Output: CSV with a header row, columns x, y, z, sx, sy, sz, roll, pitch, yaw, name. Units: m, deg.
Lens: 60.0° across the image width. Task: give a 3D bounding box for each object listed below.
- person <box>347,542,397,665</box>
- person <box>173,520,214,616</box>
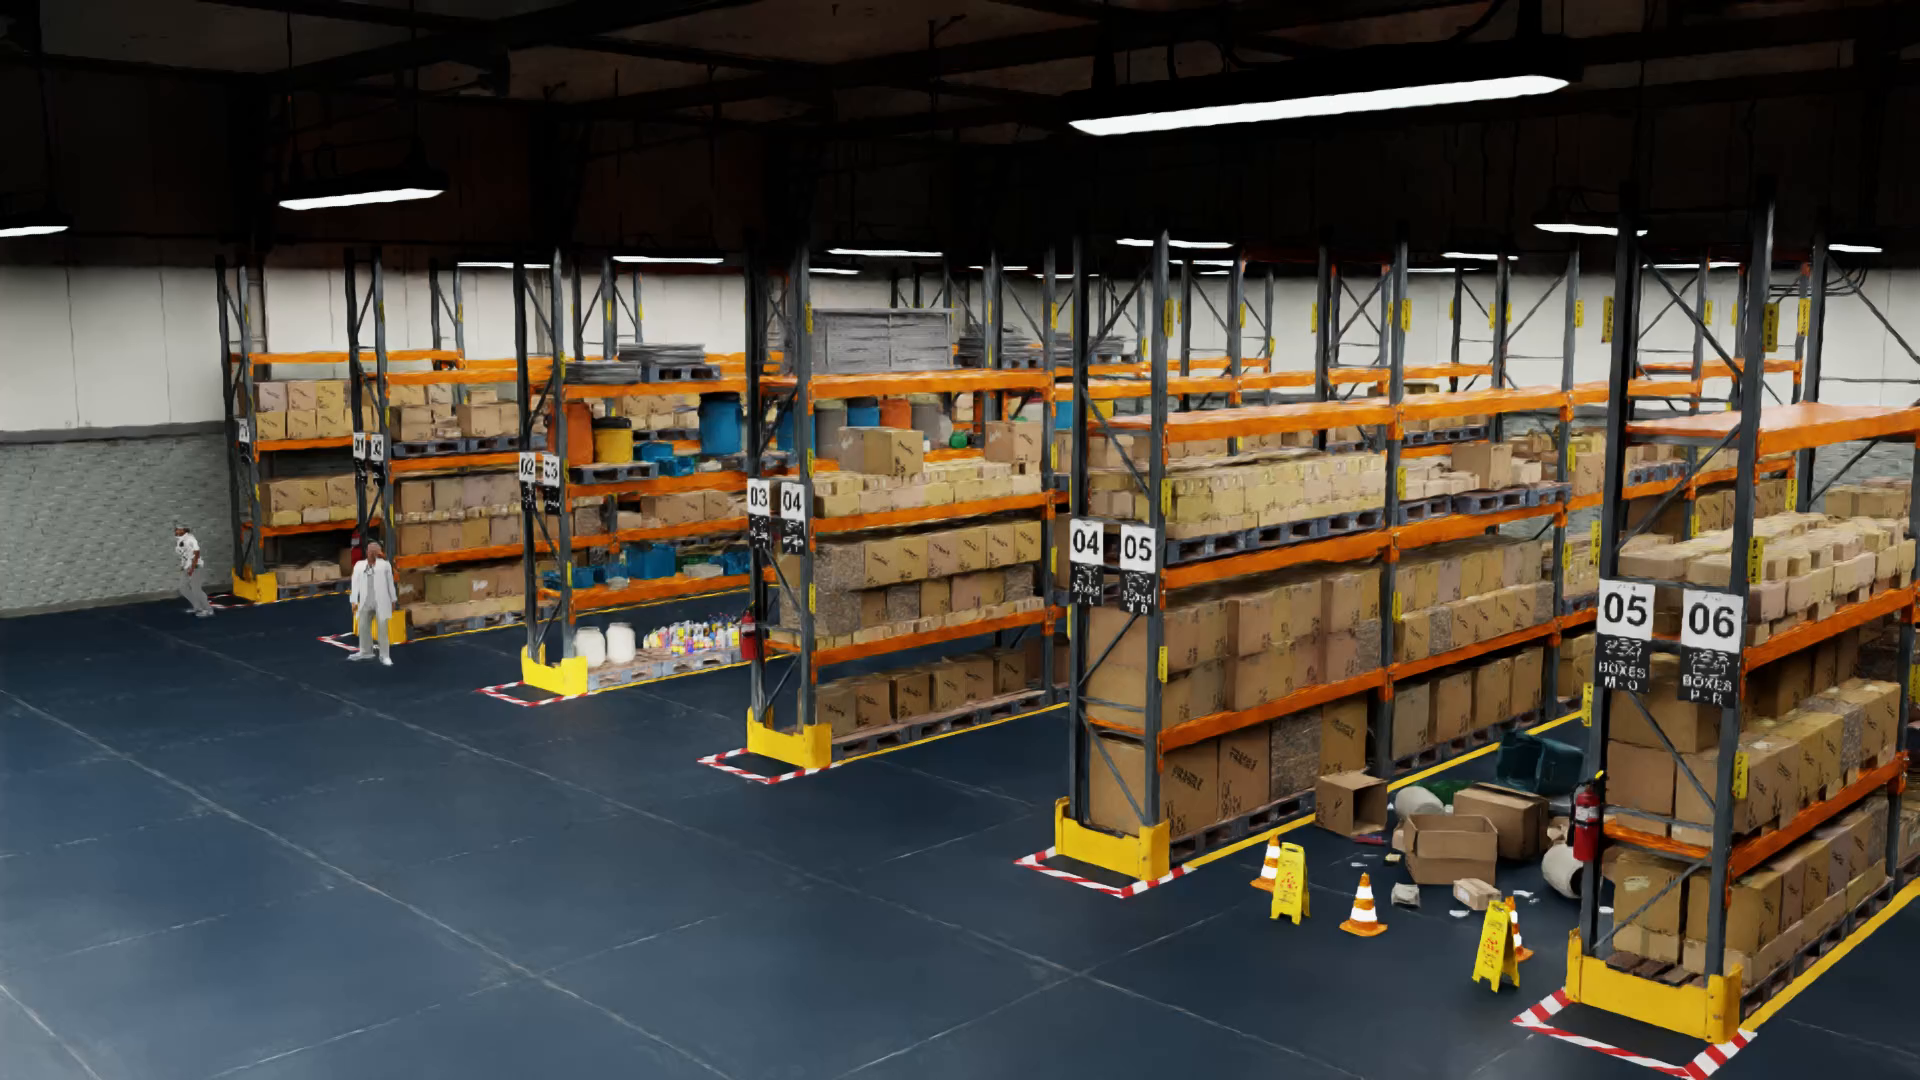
x,y,z,sx,sy,sz,roll,pitch,yaw,name
-8.529,0.901,23.976,0.768,1.776,0.504,0,8,-1,person
-12.782,0.455,27.666,0.592,1.629,0.532,8,11,43,person
